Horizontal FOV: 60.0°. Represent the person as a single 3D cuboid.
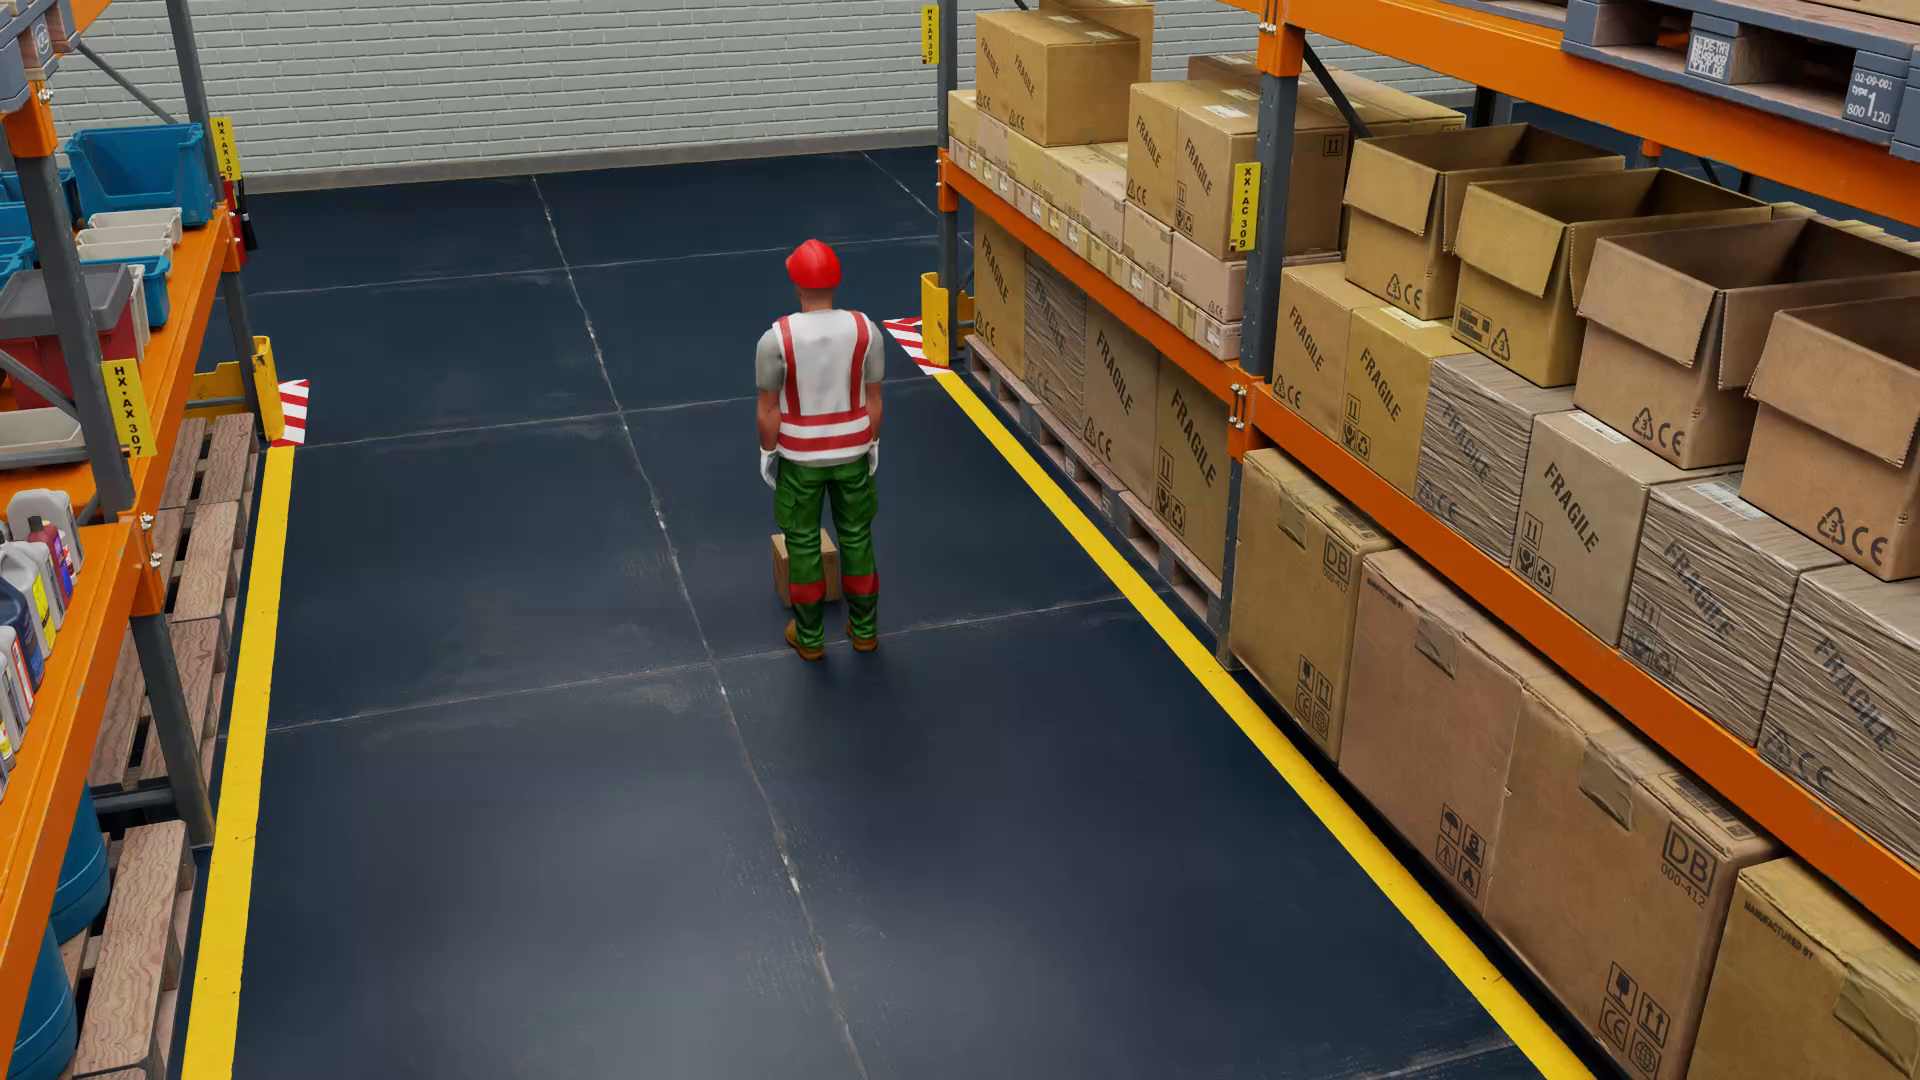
[{"bbox_3d":[-0.568,-0.359,6.818,0.524,1.788,0.332,-7,27,-15],"label":"person"}]
